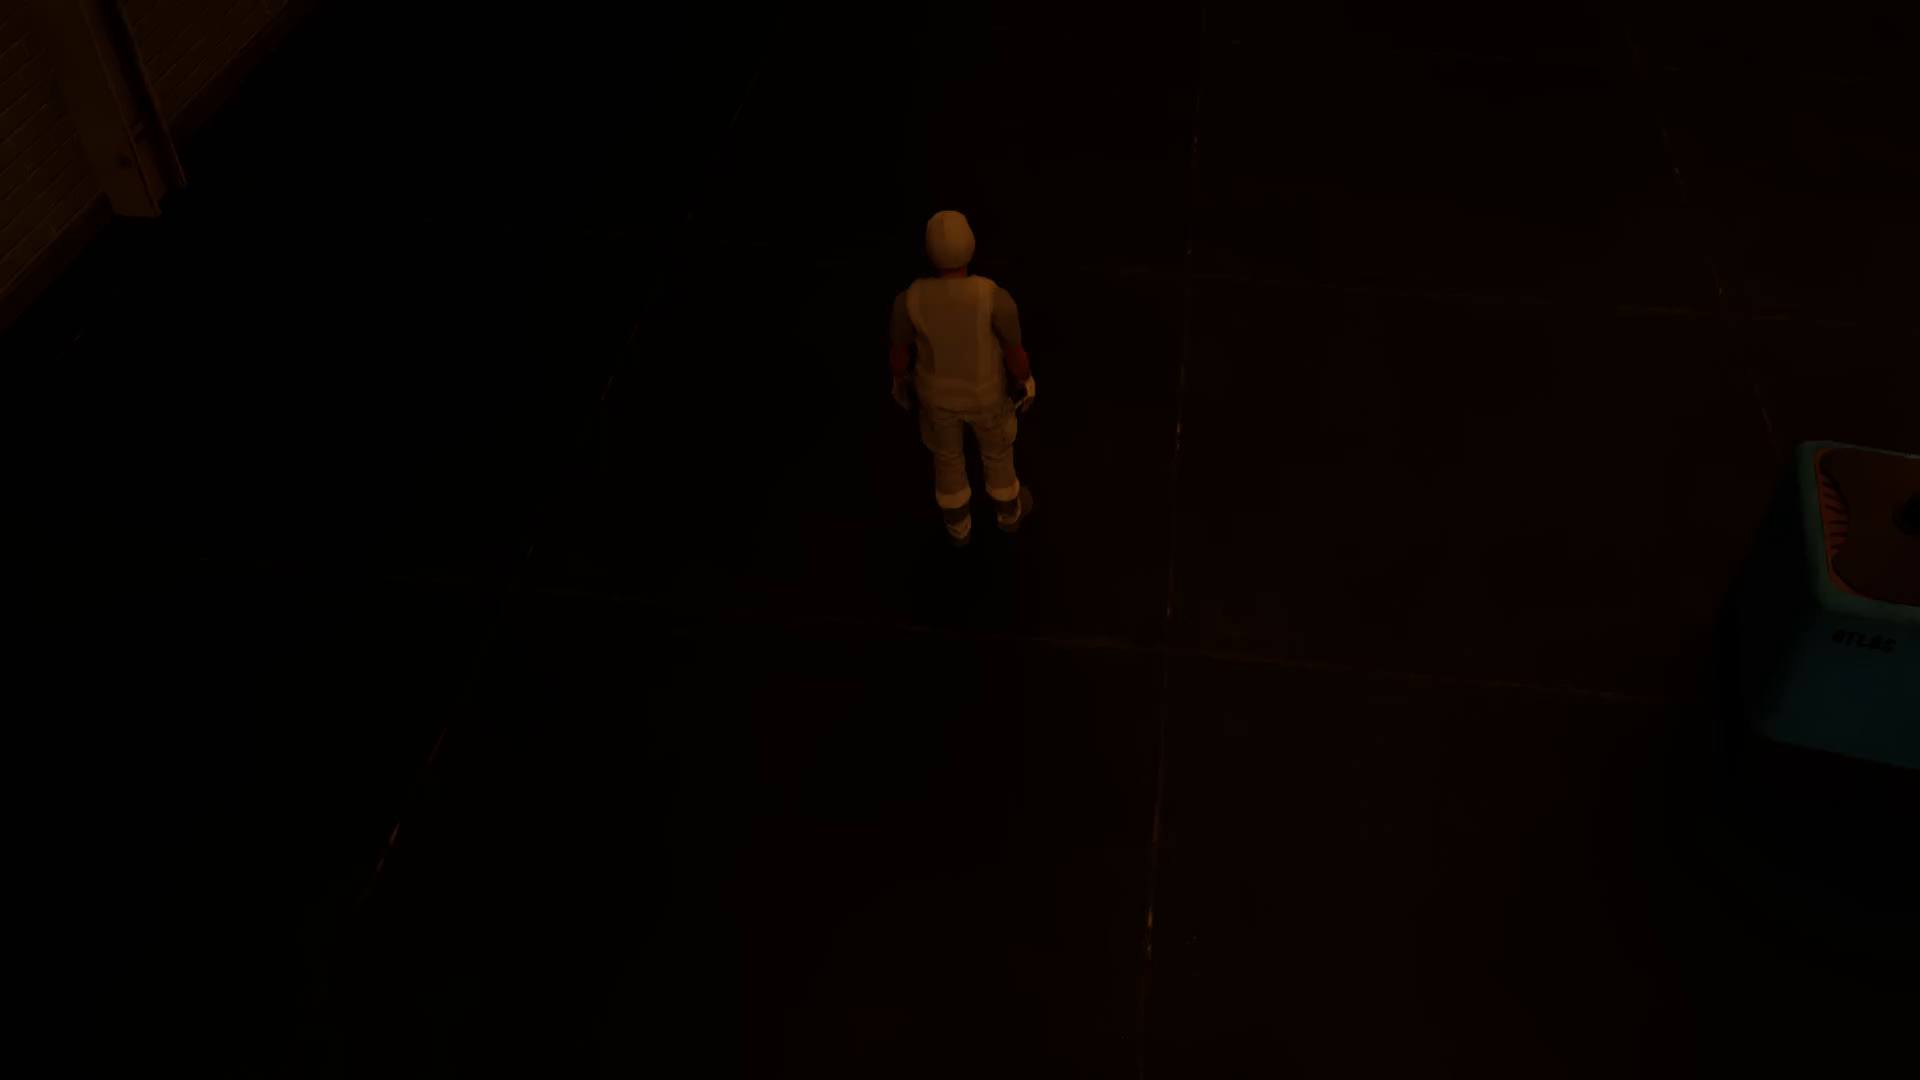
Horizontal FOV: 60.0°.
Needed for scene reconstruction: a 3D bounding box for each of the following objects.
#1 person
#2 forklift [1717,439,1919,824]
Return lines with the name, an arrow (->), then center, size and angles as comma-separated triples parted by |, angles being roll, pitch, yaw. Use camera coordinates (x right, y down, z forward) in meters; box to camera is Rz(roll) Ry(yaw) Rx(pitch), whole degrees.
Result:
person -> 0.021, -0.717, 7.338 | 0.637, 1.787, 0.563 | 5, 43, 6
forklift -> 4.709, -0.120, 5.854 | 3.031, 2.935, 1.130 | 11, 44, 12
